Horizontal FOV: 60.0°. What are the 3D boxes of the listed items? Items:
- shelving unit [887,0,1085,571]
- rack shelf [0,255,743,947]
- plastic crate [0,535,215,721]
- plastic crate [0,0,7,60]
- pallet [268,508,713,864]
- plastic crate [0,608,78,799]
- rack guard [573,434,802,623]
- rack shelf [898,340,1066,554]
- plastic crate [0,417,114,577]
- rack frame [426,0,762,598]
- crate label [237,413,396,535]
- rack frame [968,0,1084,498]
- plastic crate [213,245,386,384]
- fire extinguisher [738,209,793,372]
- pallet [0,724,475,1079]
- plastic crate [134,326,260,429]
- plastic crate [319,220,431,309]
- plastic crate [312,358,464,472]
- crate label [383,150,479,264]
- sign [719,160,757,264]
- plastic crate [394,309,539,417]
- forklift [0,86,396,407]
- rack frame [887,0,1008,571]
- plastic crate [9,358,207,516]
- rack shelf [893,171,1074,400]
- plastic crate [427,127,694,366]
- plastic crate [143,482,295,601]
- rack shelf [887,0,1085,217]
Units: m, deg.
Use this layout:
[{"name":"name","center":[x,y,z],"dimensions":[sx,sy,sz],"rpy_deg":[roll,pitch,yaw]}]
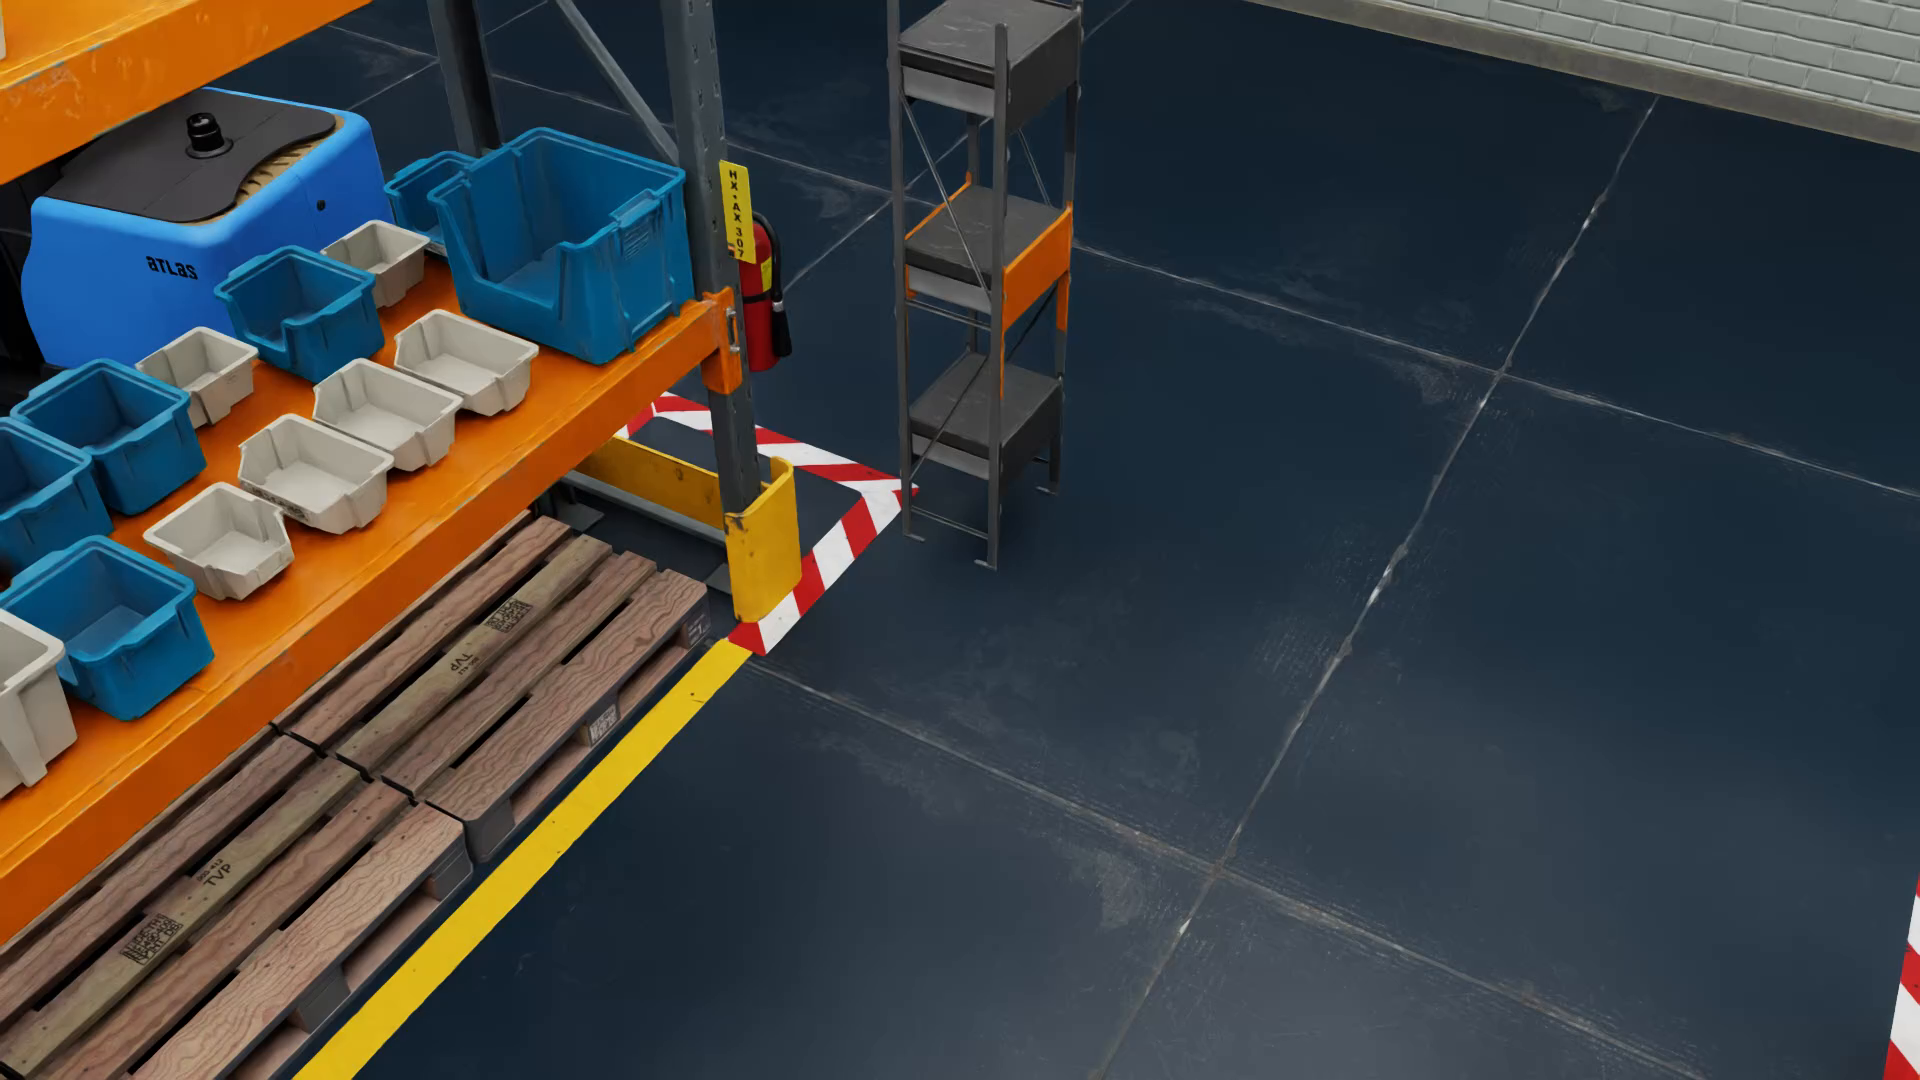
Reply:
[{"name":"shelving unit","center":[0.083,-0.883,5.664],"dimensions":[0.431,2.100,0.503],"rpy_deg":[21,45,22]},{"name":"rack shelf","center":[-2.148,0.326,4.154],"dimensions":[1.077,0.370,4.000],"rpy_deg":[21,45,22]},{"name":"plastic crate","center":[-1.953,0.212,3.821],"dimensions":[0.416,0.233,0.300],"rpy_deg":[21,45,22]},{"name":"plastic crate","center":[-1.966,-0.850,2.876],"dimensions":[0.437,0.136,0.530],"rpy_deg":[21,45,22]},{"name":"pallet","center":[-1.593,0.418,5.616],"dimensions":[1.003,0.211,1.213],"rpy_deg":[21,45,22]},{"name":"plastic crate","center":[-2.225,0.410,3.559],"dimensions":[0.437,0.282,0.530],"rpy_deg":[21,45,22]},{"name":"rack guard","center":[-1.146,-0.168,6.062],"dimensions":[1.175,0.500,0.348],"rpy_deg":[21,45,22]},{"name":"rack shelf","center":[0.083,-0.347,6.135],"dimensions":[0.431,0.518,0.480],"rpy_deg":[21,45,22]},{"name":"plastic crate","center":[-2.365,-0.090,4.164],"dimensions":[0.416,0.233,0.300],"rpy_deg":[21,45,22]},{"name":"rack frame","center":[-1.147,-1.088,5.216],"dimensions":[1.000,3.000,0.127],"rpy_deg":[21,45,22]},{"name":"crate label","center":[-1.674,-0.156,4.312],"dimensions":[0.396,0.136,0.243],"rpy_deg":[21,45,22]},{"name":"rack frame","center":[0.205,-1.022,5.822],"dimensions":[0.400,2.100,0.015],"rpy_deg":[21,45,22]},{"name":"plastic crate","center":[-1.885,-0.639,4.787],"dimensions":[0.416,0.233,0.300],"rpy_deg":[21,45,22]},{"name":"fire extinguisher","center":[-0.678,-0.855,5.292],"dimensions":[0.296,0.674,0.183],"rpy_deg":[21,45,22]},{"name":"pallet","center":[-2.205,1.113,4.826],"dimensions":[1.003,0.211,1.213],"rpy_deg":[21,45,22]},{"name":"plastic crate","center":[-2.127,-0.435,4.628],"dimensions":[0.250,0.136,0.298],"rpy_deg":[21,45,22]},{"name":"plastic crate","center":[-1.788,-0.823,5.069],"dimensions":[0.250,0.136,0.298],"rpy_deg":[21,45,22]},{"name":"plastic crate","center":[-1.556,-0.324,4.502],"dimensions":[0.396,0.136,0.243],"rpy_deg":[21,45,22]},{"name":"crate label","center":[-1.556,-1.015,5.214],"dimensions":[0.416,0.233,0.303],"rpy_deg":[21,45,22]},{"name":"sign","center":[-0.663,-0.977,4.966],"dimensions":[0.100,0.325,0.005],"rpy_deg":[21,45,22]},{"name":"plastic crate","center":[-1.398,-0.485,4.685],"dimensions":[0.396,0.136,0.243],"rpy_deg":[21,45,22]},{"name":"forklift","center":[-3.875,-1.983,6.285],"dimensions":[3.031,2.935,1.130],"rpy_deg":[13,43,14]},{"name":"rack frame","center":[-0.039,-0.743,5.505],"dimensions":[0.400,2.100,0.015],"rpy_deg":[21,45,22]},{"name":"plastic crate","center":[-2.215,-0.262,4.359],"dimensions":[0.416,0.233,0.300],"rpy_deg":[21,45,22]},{"name":"rack shelf","center":[0.083,-0.872,5.673],"dimensions":[0.431,0.518,0.480],"rpy_deg":[21,45,22]},{"name":"plastic crate","center":[-1.153,-0.870,4.897],"dimensions":[0.616,0.435,0.499],"rpy_deg":[21,45,22]},{"name":"plastic crate","center":[-1.806,0.019,4.113],"dimensions":[0.298,0.136,0.250],"rpy_deg":[21,45,22]},{"name":"rack shelf","center":[0.083,-1.398,5.210],"dimensions":[0.431,0.518,0.480],"rpy_deg":[21,45,22]}]
